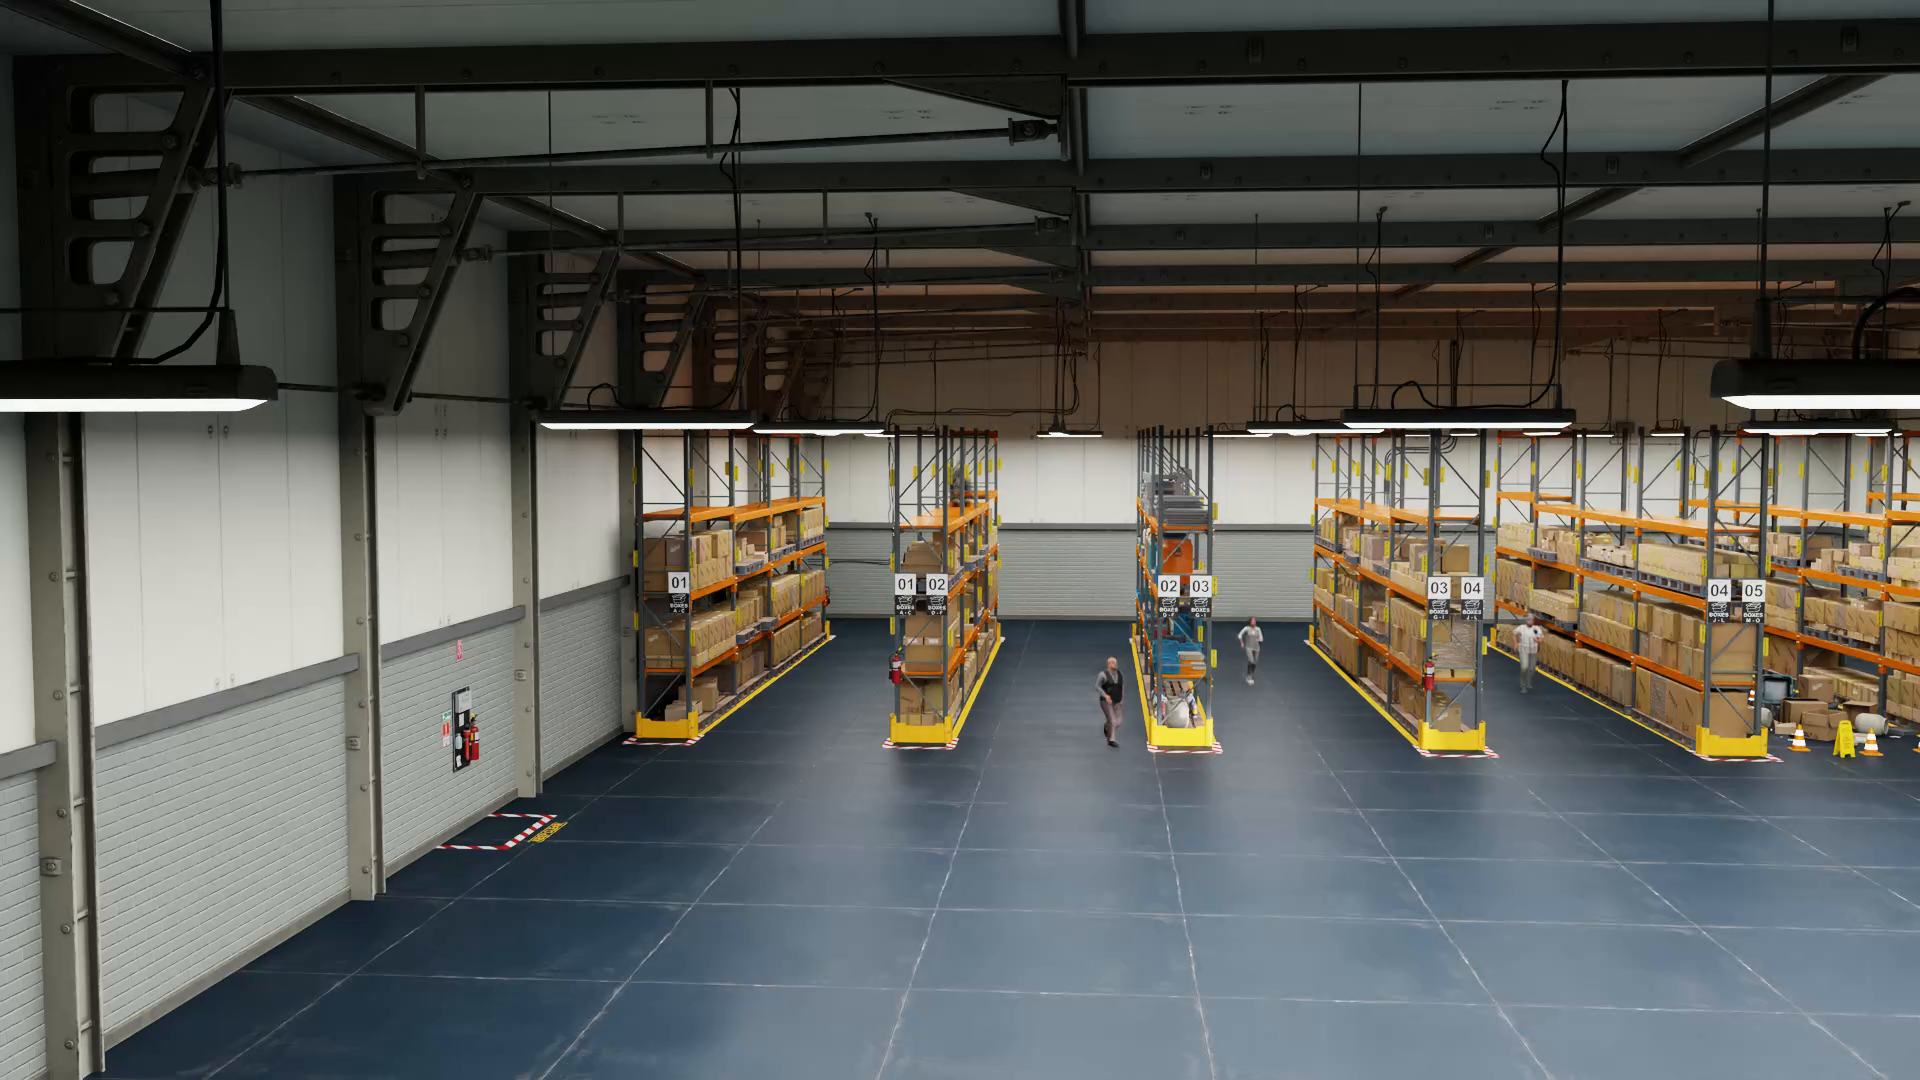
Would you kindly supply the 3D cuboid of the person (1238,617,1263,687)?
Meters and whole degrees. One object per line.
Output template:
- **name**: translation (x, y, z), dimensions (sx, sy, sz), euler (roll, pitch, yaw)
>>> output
- **person**: translation (6.800, 2.595, 38.752), dimensions (0.504, 1.623, 0.688), euler (-1, 3, -10)

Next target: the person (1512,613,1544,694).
- **person**: translation (12.904, 2.577, 37.742), dimensions (0.633, 1.852, 0.786), euler (0, 3, 6)

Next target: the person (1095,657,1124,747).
- **person**: translation (2.798, 3.023, 31.123), dimensions (0.645, 1.680, 0.625), euler (-2, 4, -27)
